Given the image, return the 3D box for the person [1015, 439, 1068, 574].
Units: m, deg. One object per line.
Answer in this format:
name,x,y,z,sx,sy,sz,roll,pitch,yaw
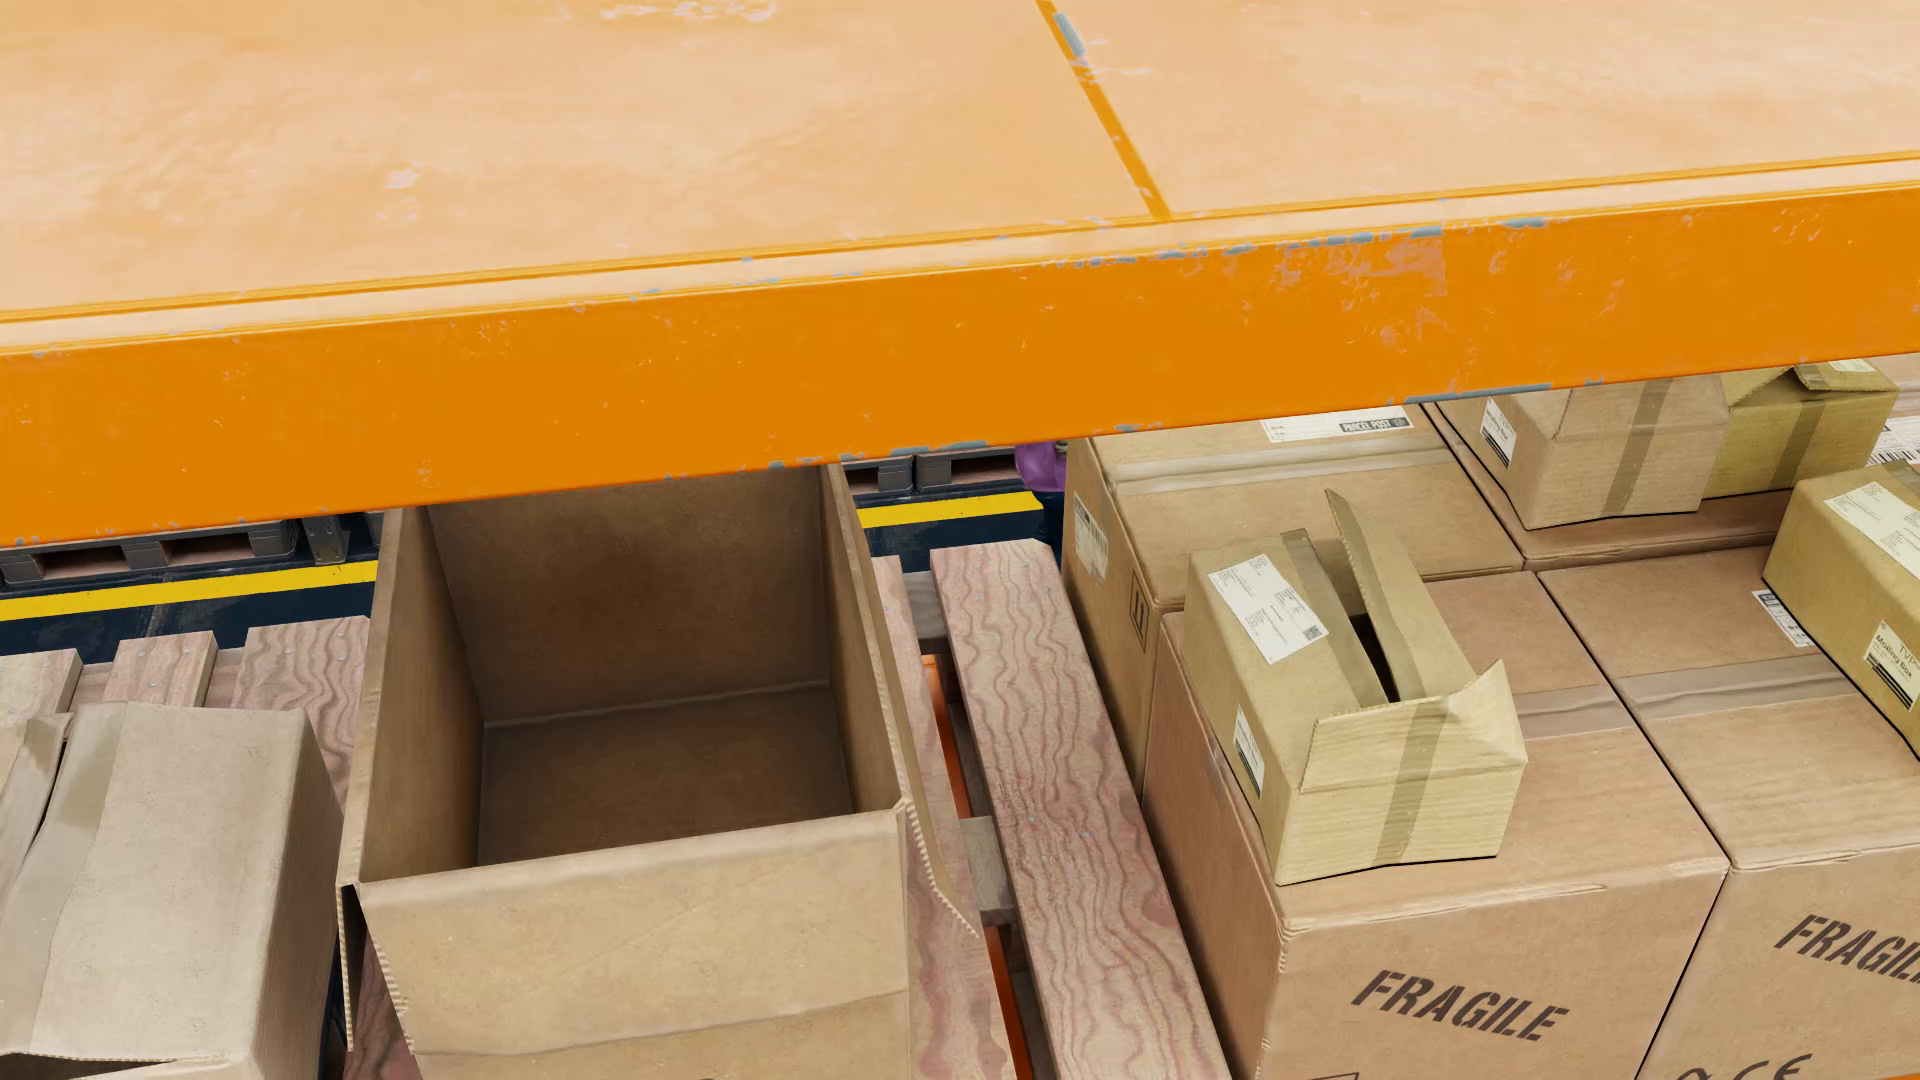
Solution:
person,0.393,-0.280,6.513,0.342,1.584,0.456,-7,40,-9
